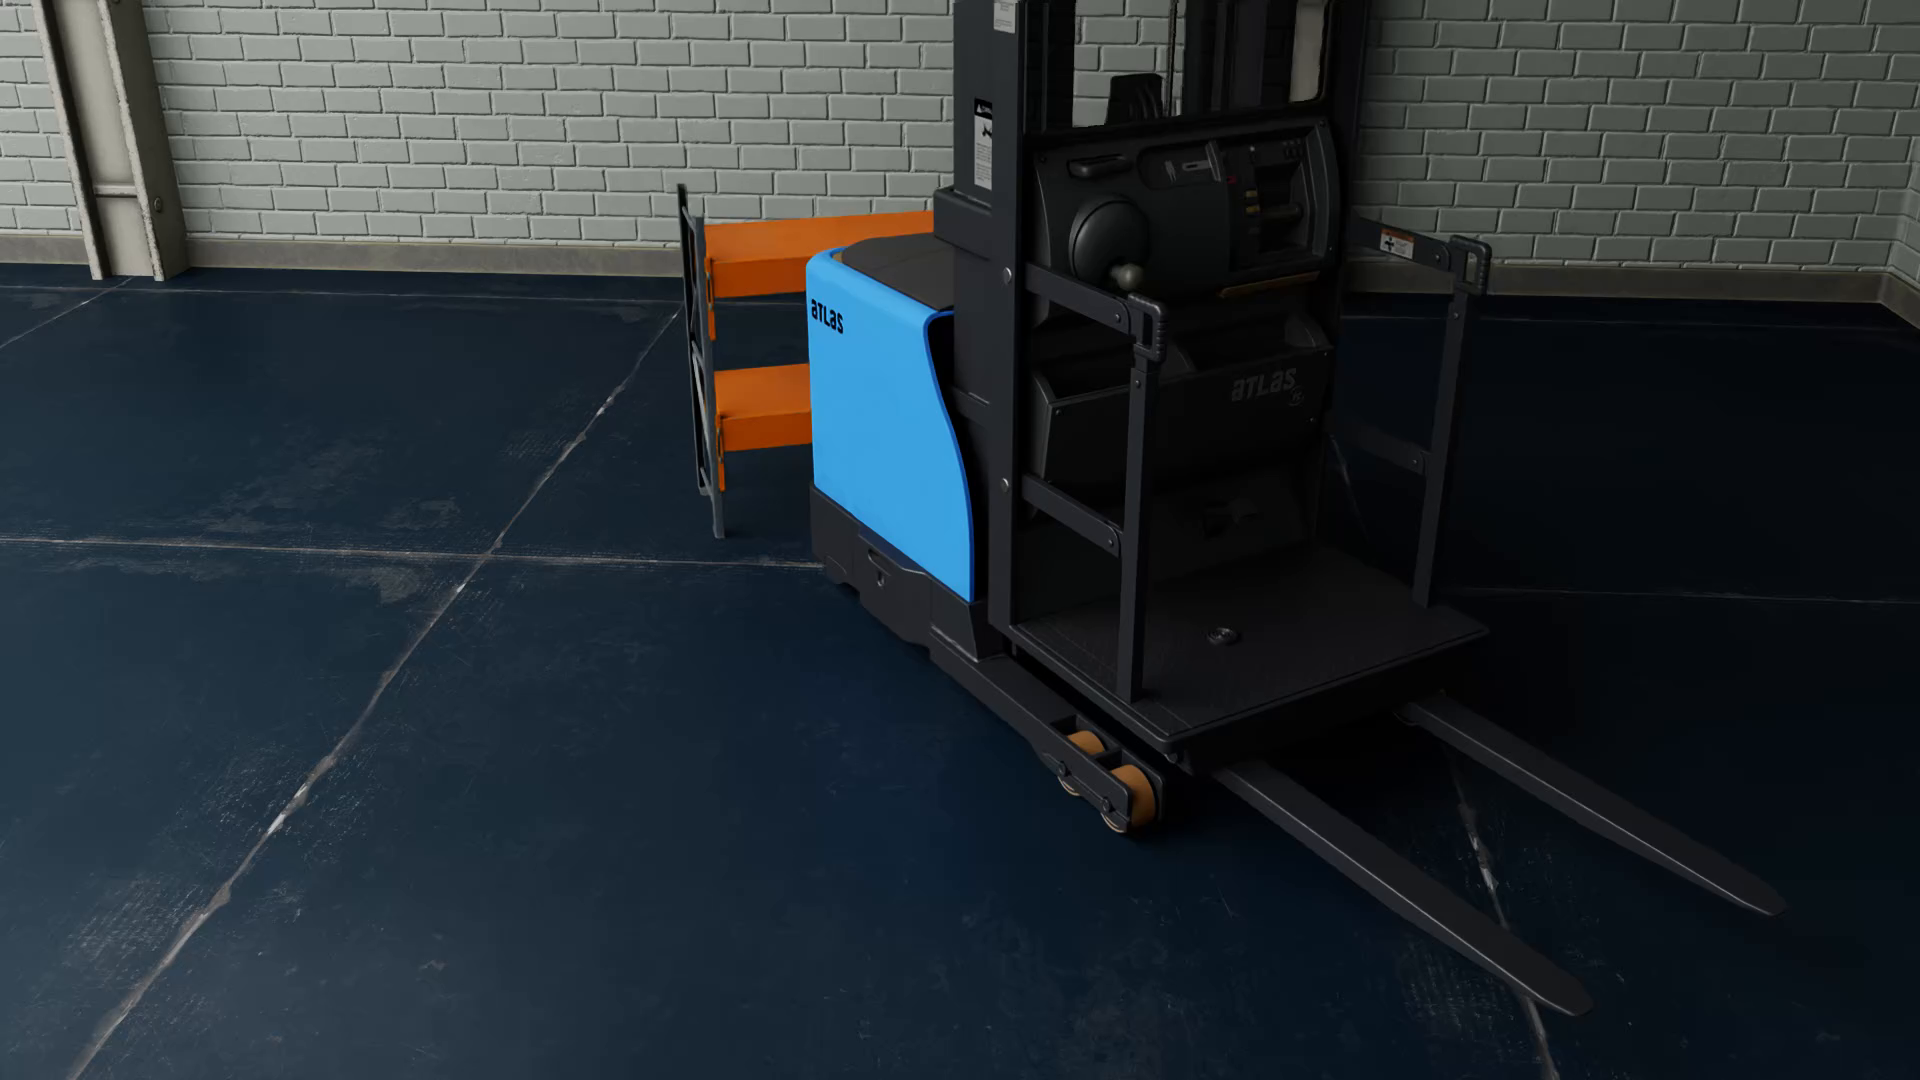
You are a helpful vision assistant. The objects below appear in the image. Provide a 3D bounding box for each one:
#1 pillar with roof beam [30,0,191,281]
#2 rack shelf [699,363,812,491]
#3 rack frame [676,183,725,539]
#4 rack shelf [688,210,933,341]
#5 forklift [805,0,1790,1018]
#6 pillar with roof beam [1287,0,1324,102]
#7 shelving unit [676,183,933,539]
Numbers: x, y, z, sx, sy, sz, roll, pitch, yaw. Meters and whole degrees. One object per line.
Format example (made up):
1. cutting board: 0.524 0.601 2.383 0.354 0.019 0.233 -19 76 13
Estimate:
1. pillar with roof beam: -4.674 -3.719 3.067 0.400 9.000 9.100 2 25 4
2. rack shelf: -0.406 -0.451 5.970 1.000 0.278 0.538 -7 26 -14
3. rack frame: -0.896 -0.617 5.745 0.032 1.125 0.500 -7 26 -14
4. rack shelf: -0.406 -0.939 5.745 1.000 0.278 0.538 -7 26 -14
5. forklift: 0.698 -0.821 4.029 1.130 2.935 3.031 -14 28 -28
6. pillar with roof beam: 1.309 -3.527 2.649 0.400 9.000 9.100 2 25 4
7. shelving unit: -0.406 -0.673 5.868 1.048 1.125 0.538 -7 26 -14
